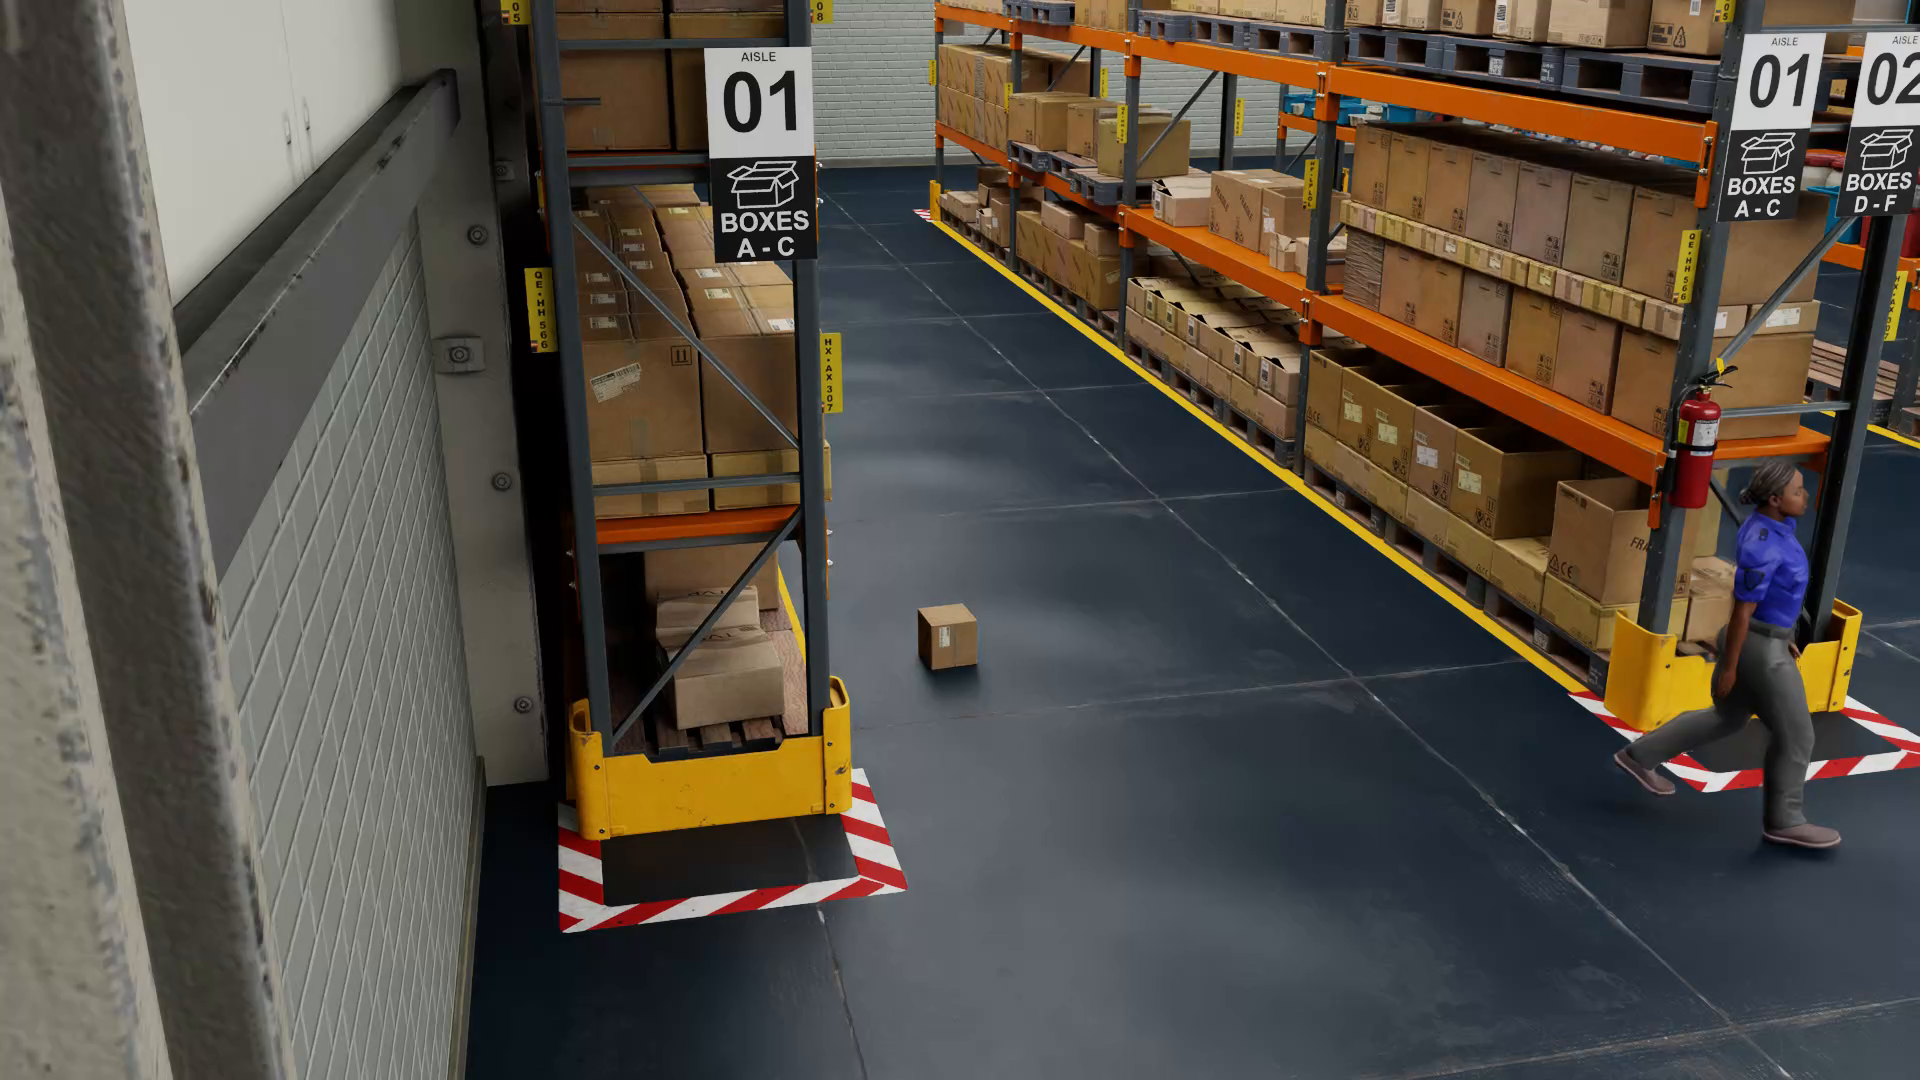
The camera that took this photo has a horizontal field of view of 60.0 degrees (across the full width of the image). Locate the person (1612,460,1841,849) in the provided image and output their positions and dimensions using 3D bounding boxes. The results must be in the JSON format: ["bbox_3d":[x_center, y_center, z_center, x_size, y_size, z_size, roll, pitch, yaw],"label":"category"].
[{"bbox_3d":[3.257,0.448,6.841,0.892,1.596,0.443,7,21,19],"label":"person"}]
